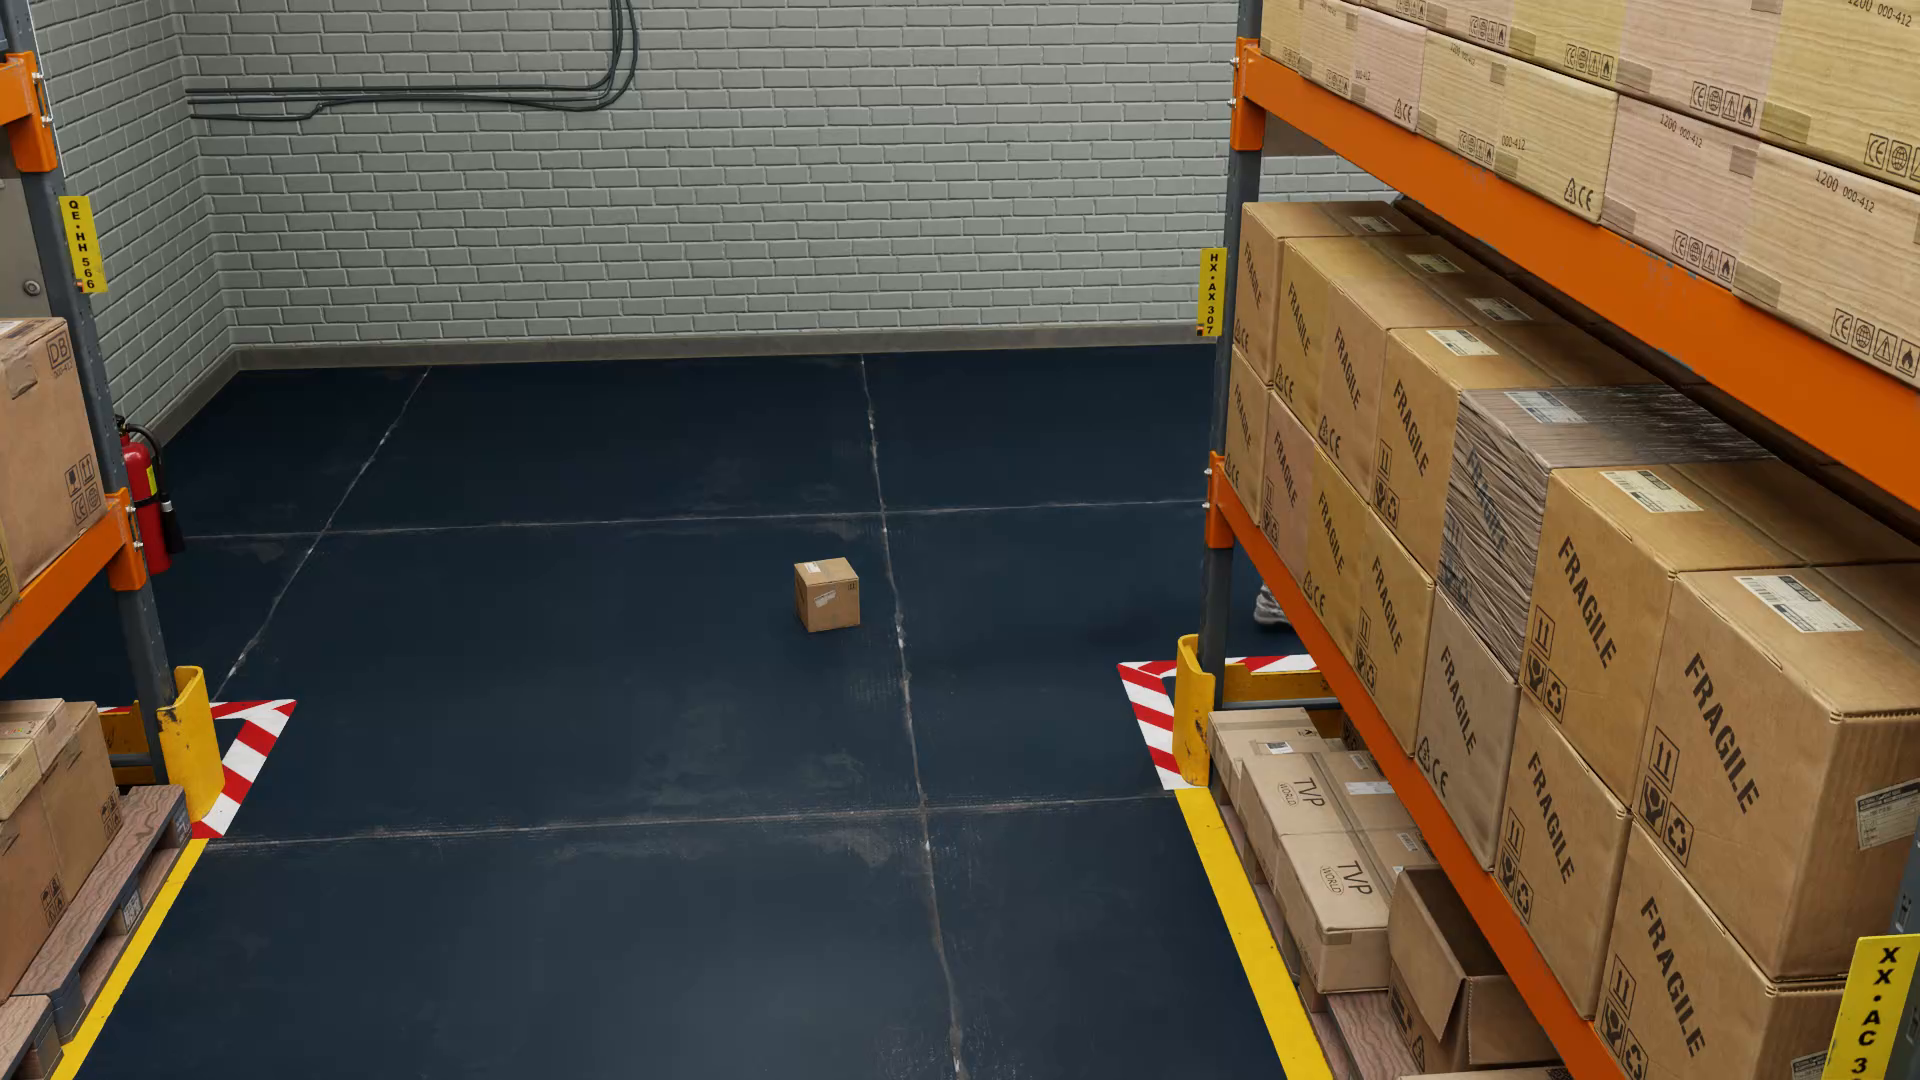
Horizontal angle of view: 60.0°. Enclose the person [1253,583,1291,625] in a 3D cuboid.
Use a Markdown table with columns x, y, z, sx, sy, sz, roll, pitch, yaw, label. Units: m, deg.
| x | y | z | sx | sy | sz | roll | pitch | yaw | label |
| --- | --- | --- | --- | --- | --- | --- | --- | --- | --- |
| 1.847 | -0.426 | 7.502 | 0.941 | 1.735 | 0.604 | -1 | 24 | -2 | person |
